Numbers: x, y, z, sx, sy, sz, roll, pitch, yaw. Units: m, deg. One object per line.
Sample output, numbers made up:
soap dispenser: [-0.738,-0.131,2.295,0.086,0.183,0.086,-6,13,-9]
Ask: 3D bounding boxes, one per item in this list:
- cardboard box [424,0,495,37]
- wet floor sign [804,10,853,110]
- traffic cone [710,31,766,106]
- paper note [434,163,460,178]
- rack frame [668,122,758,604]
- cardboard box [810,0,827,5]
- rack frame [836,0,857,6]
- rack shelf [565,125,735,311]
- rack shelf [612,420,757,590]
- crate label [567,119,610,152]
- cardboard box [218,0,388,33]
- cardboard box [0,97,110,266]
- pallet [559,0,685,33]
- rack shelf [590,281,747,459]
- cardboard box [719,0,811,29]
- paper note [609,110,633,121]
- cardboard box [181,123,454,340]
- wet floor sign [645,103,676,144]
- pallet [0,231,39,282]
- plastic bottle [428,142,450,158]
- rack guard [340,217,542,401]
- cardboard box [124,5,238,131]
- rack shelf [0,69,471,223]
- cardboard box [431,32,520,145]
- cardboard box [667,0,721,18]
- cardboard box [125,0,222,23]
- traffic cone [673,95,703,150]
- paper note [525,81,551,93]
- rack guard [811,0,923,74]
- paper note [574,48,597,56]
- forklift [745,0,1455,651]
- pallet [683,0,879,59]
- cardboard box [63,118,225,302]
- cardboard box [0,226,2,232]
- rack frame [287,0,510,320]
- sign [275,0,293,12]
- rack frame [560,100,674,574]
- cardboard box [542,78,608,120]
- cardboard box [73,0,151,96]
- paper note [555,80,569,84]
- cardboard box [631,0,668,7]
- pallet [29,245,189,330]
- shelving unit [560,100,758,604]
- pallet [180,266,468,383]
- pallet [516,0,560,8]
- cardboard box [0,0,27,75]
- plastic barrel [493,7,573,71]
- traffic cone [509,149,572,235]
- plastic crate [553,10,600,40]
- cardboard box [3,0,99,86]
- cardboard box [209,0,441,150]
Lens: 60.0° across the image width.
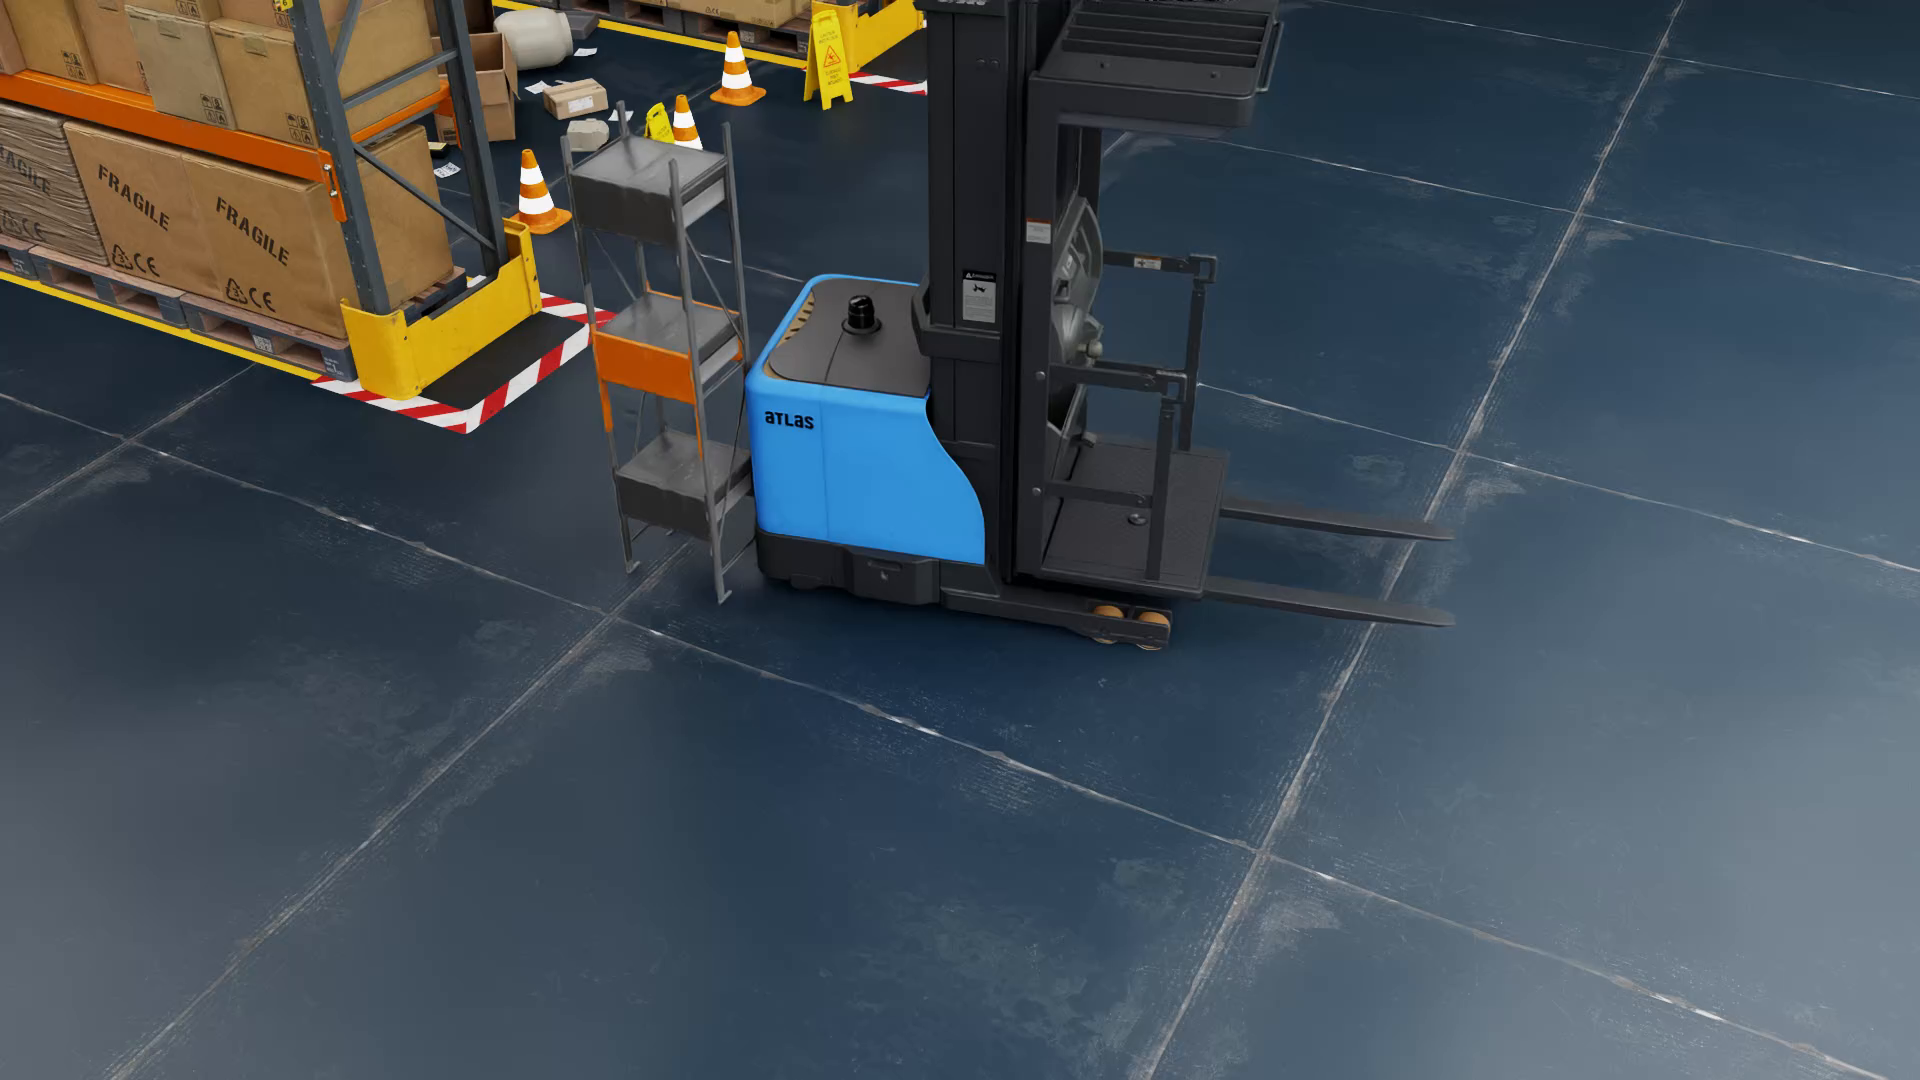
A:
cardboard box: [-3.845,-4.053,12.674,0.500,0.500,0.500,-14,39,-18]
wet floor sign: [-0.942,-3.399,11.694,0.267,0.644,0.232,-29,46,-33]
traffic cone: [-1.594,-3.381,11.821,0.334,0.463,0.336,17,41,21]
paper note: [-3.380,-2.431,10.929,0.144,0.017,0.142,-29,46,-33]
rack frame: [-0.980,-0.663,6.887,0.015,2.100,0.400,16,40,20]
cardboard box: [-1.208,-4.409,13.004,0.500,0.250,0.500,17,40,21]
rack frame: [-0.619,-4.964,11.809,0.127,3.000,1.000,17,41,21]
rack shelf: [-1.199,-1.274,6.556,0.480,0.518,0.431,16,40,20]
rack shelf: [-1.199,-0.159,7.403,0.480,0.518,0.431,16,40,20]
crate label: [-2.529,-2.746,11.254,0.298,0.136,0.250,-2,37,-2]
cardboard box: [-3.117,-2.892,8.062,0.550,0.550,0.875,17,41,21]
cardboard box: [-5.029,-2.251,9.644,0.875,0.875,0.875,18,41,22]
pallet: [-2.471,-4.459,13.450,1.213,0.211,1.003,17,41,21]
rack shelf: [-1.199,-0.716,6.980,0.480,0.518,0.431,16,40,20]
cardboard box: [-1.482,-4.123,12.628,0.500,0.250,0.500,17,40,21]
paper note: [-2.374,-2.976,11.645,0.142,0.019,0.148,4,37,6]
cardboard box: [-3.438,-1.752,8.988,0.875,0.875,0.875,18,41,22]
wet floor sign: [-1.869,-2.396,10.372,0.232,0.644,0.267,11,38,14]
pallet: [-5.718,-2.026,10.245,1.213,0.211,1.003,17,41,21]
plastic bottle: [-3.578,-2.617,11.148,0.283,0.061,0.133,4,37,6]
rack guard: [-2.784,-1.276,9.018,0.348,0.500,1.175,17,41,21]
cardboard box: [-3.654,-2.558,8.515,0.550,0.550,0.875,17,41,21]
rack shelf: [-4.582,-2.548,9.221,4.000,0.370,1.077,17,41,21]
cardboard box: [-3.343,-3.099,11.416,0.637,0.503,0.797,-8,38,-10]
cardboard box: [-1.917,-4.265,12.814,0.500,0.250,0.500,18,41,22]
cardboard box: [-3.648,-2.996,8.198,0.550,0.550,0.875,17,41,21]
traffic cone: [-1.803,-2.690,10.911,0.334,0.463,0.336,17,41,21]
paper note: [-3.059,-3.288,12.066,0.148,0.019,0.142,-29,46,-33]
rack guard: [-0.686,-3.990,12.592,0.348,0.500,1.175,17,41,21]
paper note: [-2.837,-3.704,12.604,0.148,0.019,0.142,4,37,6]
forklift: [0.663,-1.049,6.708,3.031,2.935,1.130,8,38,11]
pallet: [-1.391,-4.119,13.002,1.213,0.211,1.003,17,41,21]
cardboard box: [-4.220,-1.996,9.309,0.875,0.875,0.875,17,40,21]
cardboard box: [-5.831,-2.499,9.971,0.875,0.875,0.875,18,41,22]
rack frame: [-2.806,-2.278,8.271,0.127,3.000,1.000,17,41,21]
sign: [-3.067,-2.546,7.470,0.005,0.325,0.100,17,41,21]
rack frame: [-1.419,-0.791,7.056,0.015,2.100,0.400,16,40,20]
cardboard box: [-2.711,-3.108,11.722,0.380,0.149,0.250,-21,42,-25]
cardboard box: [-4.094,-2.781,8.809,0.550,0.550,0.875,17,41,21]
paper note: [-2.901,-3.344,12.147,0.123,0.001,0.032,17,41,21]
cardboard box: [-2.384,-4.407,13.002,0.500,0.250,0.500,16,40,20]
pallet: [-4.631,-1.688,9.799,1.213,0.211,1.003,17,41,21]
shelving unit: [-1.199,-0.727,6.971,0.503,2.100,0.431,16,40,20]
pallet: [-3.552,-1.348,9.351,1.213,0.211,1.003,17,41,21]
pallet: [-3.558,-4.798,13.896,1.213,0.211,1.003,17,41,21]
cardboard box: [-5.100,-3.000,9.097,0.550,0.550,0.875,17,41,21]
plastic barrel: [-3.149,-3.699,12.274,0.512,0.421,0.421,-14,39,-18]
traffic cone: [-2.624,-2.178,10.237,0.334,0.463,0.336,17,41,21]
plastic crate: [-3.154,-4.037,13.002,0.583,0.080,0.402,4,37,6]
cardboard box: [-4.584,-2.907,8.974,0.500,0.550,0.875,17,41,21]
cardboard box: [-3.156,-2.417,8.329,0.550,0.550,0.875,17,41,21]
